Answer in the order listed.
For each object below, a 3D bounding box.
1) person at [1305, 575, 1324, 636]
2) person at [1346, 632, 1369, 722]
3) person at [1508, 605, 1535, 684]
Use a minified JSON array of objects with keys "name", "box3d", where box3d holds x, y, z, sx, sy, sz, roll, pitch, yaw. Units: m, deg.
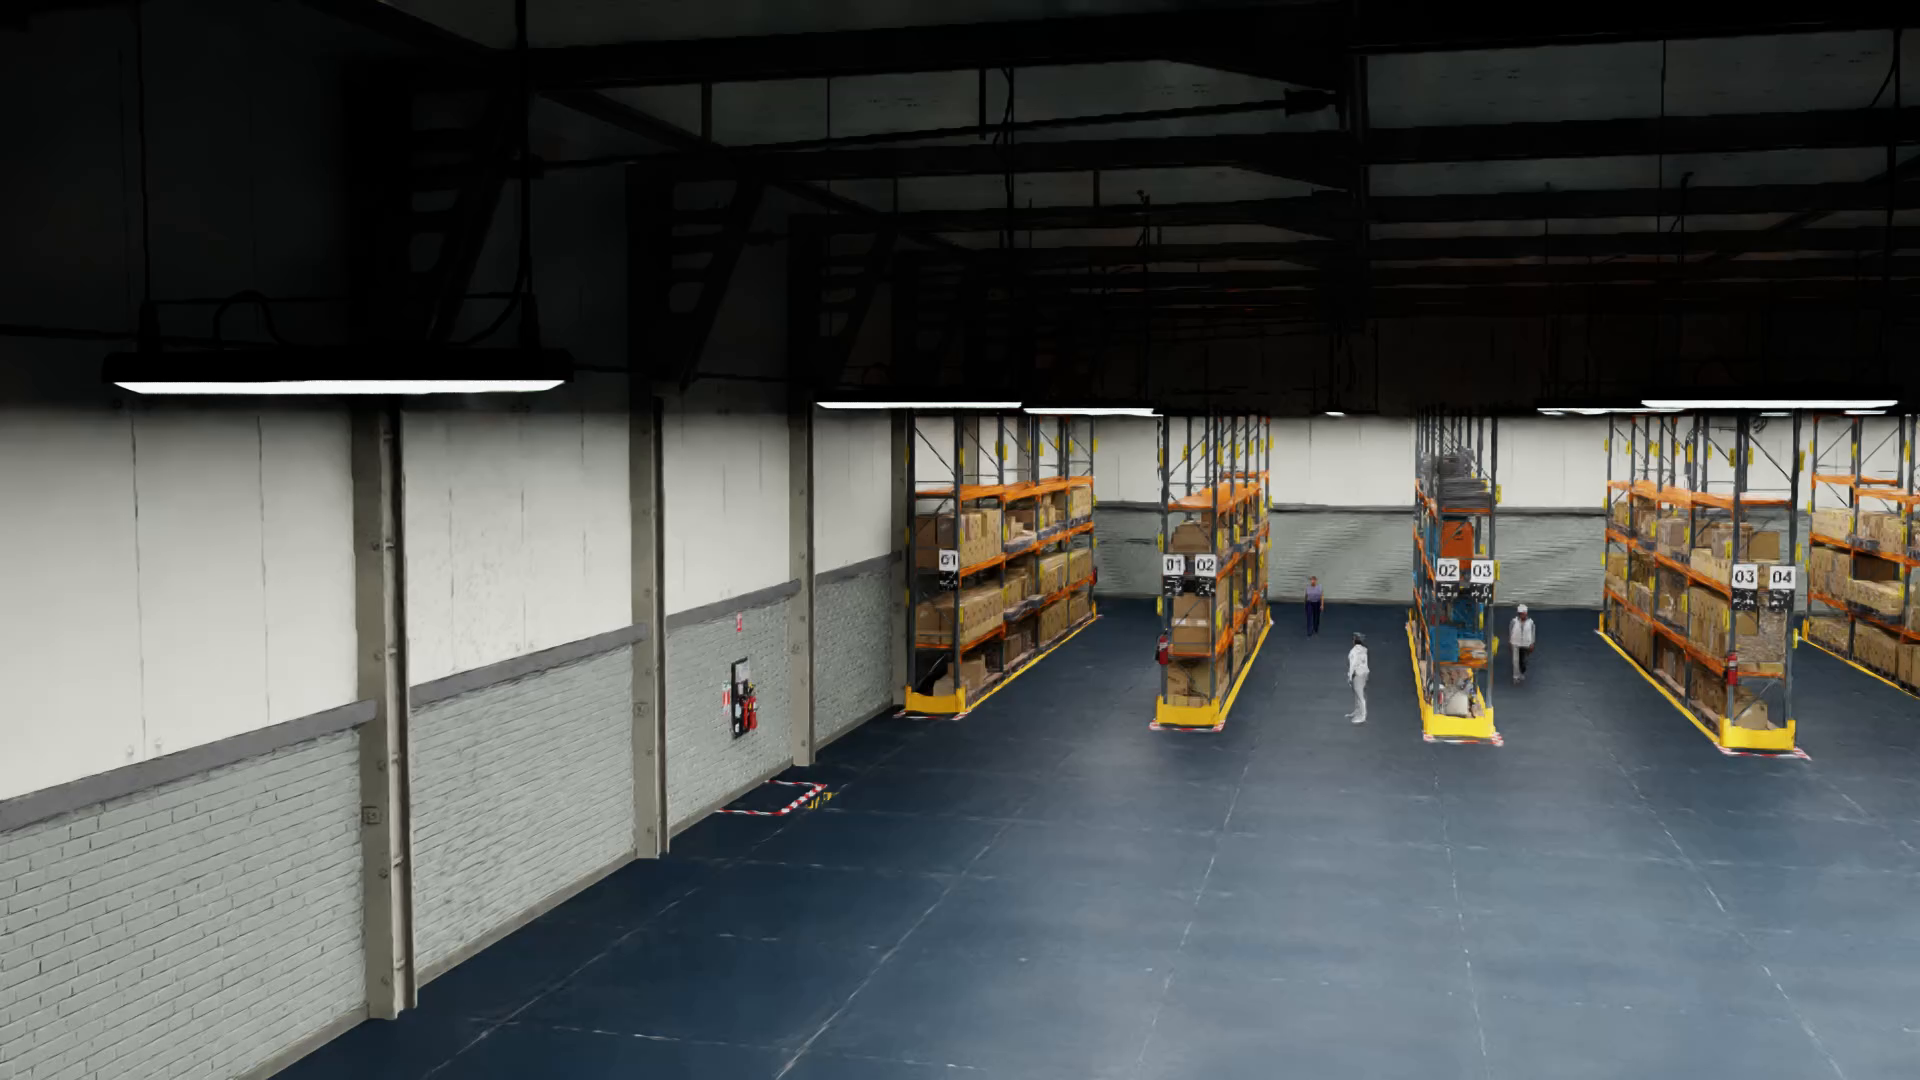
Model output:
[{"name":"person","box3d":[9.381,1.728,44.006,0.493,1.576,1.000,1,4,13]},{"name":"person","box3d":[7.528,2.582,31.519,0.545,1.665,0.571,4,6,42]},{"name":"person","box3d":[12.190,2.238,36.059,0.543,1.700,1.119,1,4,12]}]
